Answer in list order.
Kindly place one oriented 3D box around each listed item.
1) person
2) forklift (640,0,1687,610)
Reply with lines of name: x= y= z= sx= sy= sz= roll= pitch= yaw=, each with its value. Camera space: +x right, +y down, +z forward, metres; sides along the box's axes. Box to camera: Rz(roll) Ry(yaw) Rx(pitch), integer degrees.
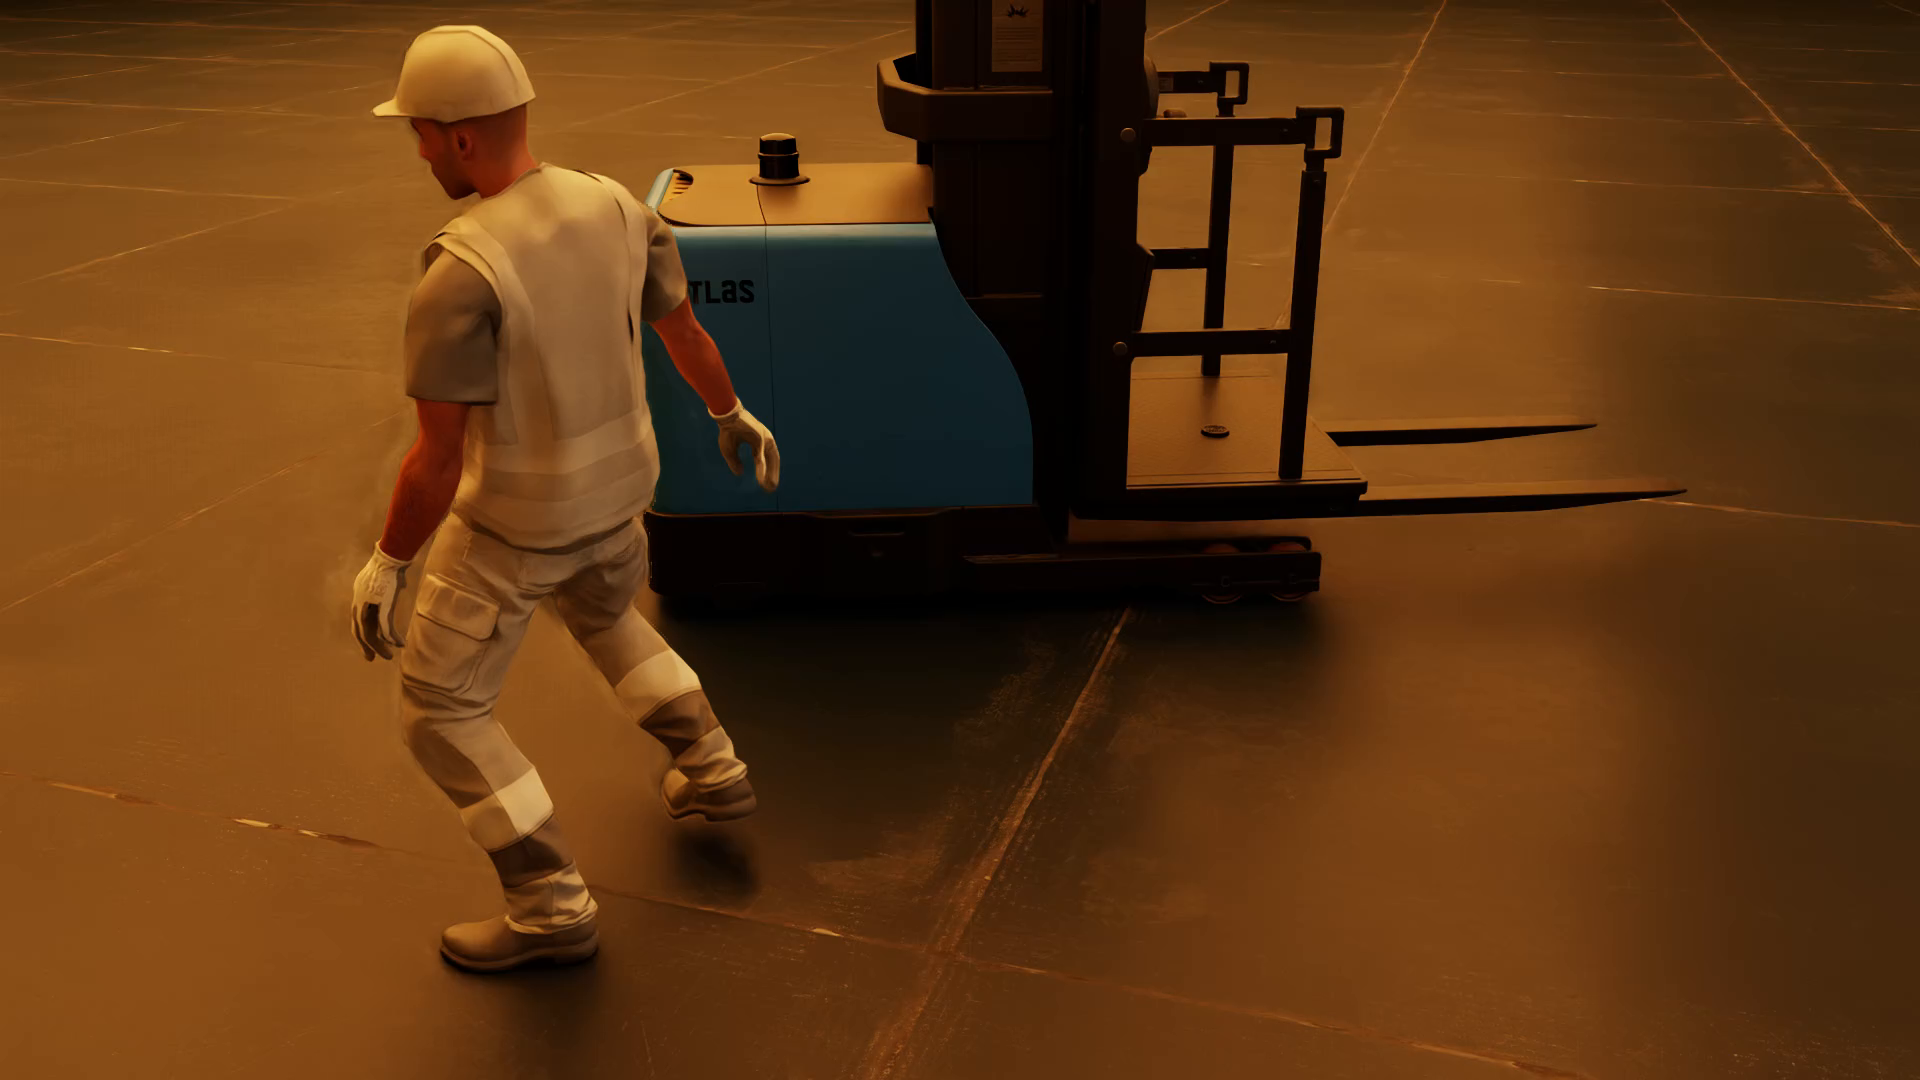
person: x=-0.735 y=-0.095 z=3.137 sx=0.488 sy=1.692 sz=0.923 roll=16 pitch=27 yaw=33
forklift: x=0.606 y=-1.374 z=4.608 sx=3.031 sy=2.935 sz=1.130 roll=-2 pitch=23 yaw=-4
